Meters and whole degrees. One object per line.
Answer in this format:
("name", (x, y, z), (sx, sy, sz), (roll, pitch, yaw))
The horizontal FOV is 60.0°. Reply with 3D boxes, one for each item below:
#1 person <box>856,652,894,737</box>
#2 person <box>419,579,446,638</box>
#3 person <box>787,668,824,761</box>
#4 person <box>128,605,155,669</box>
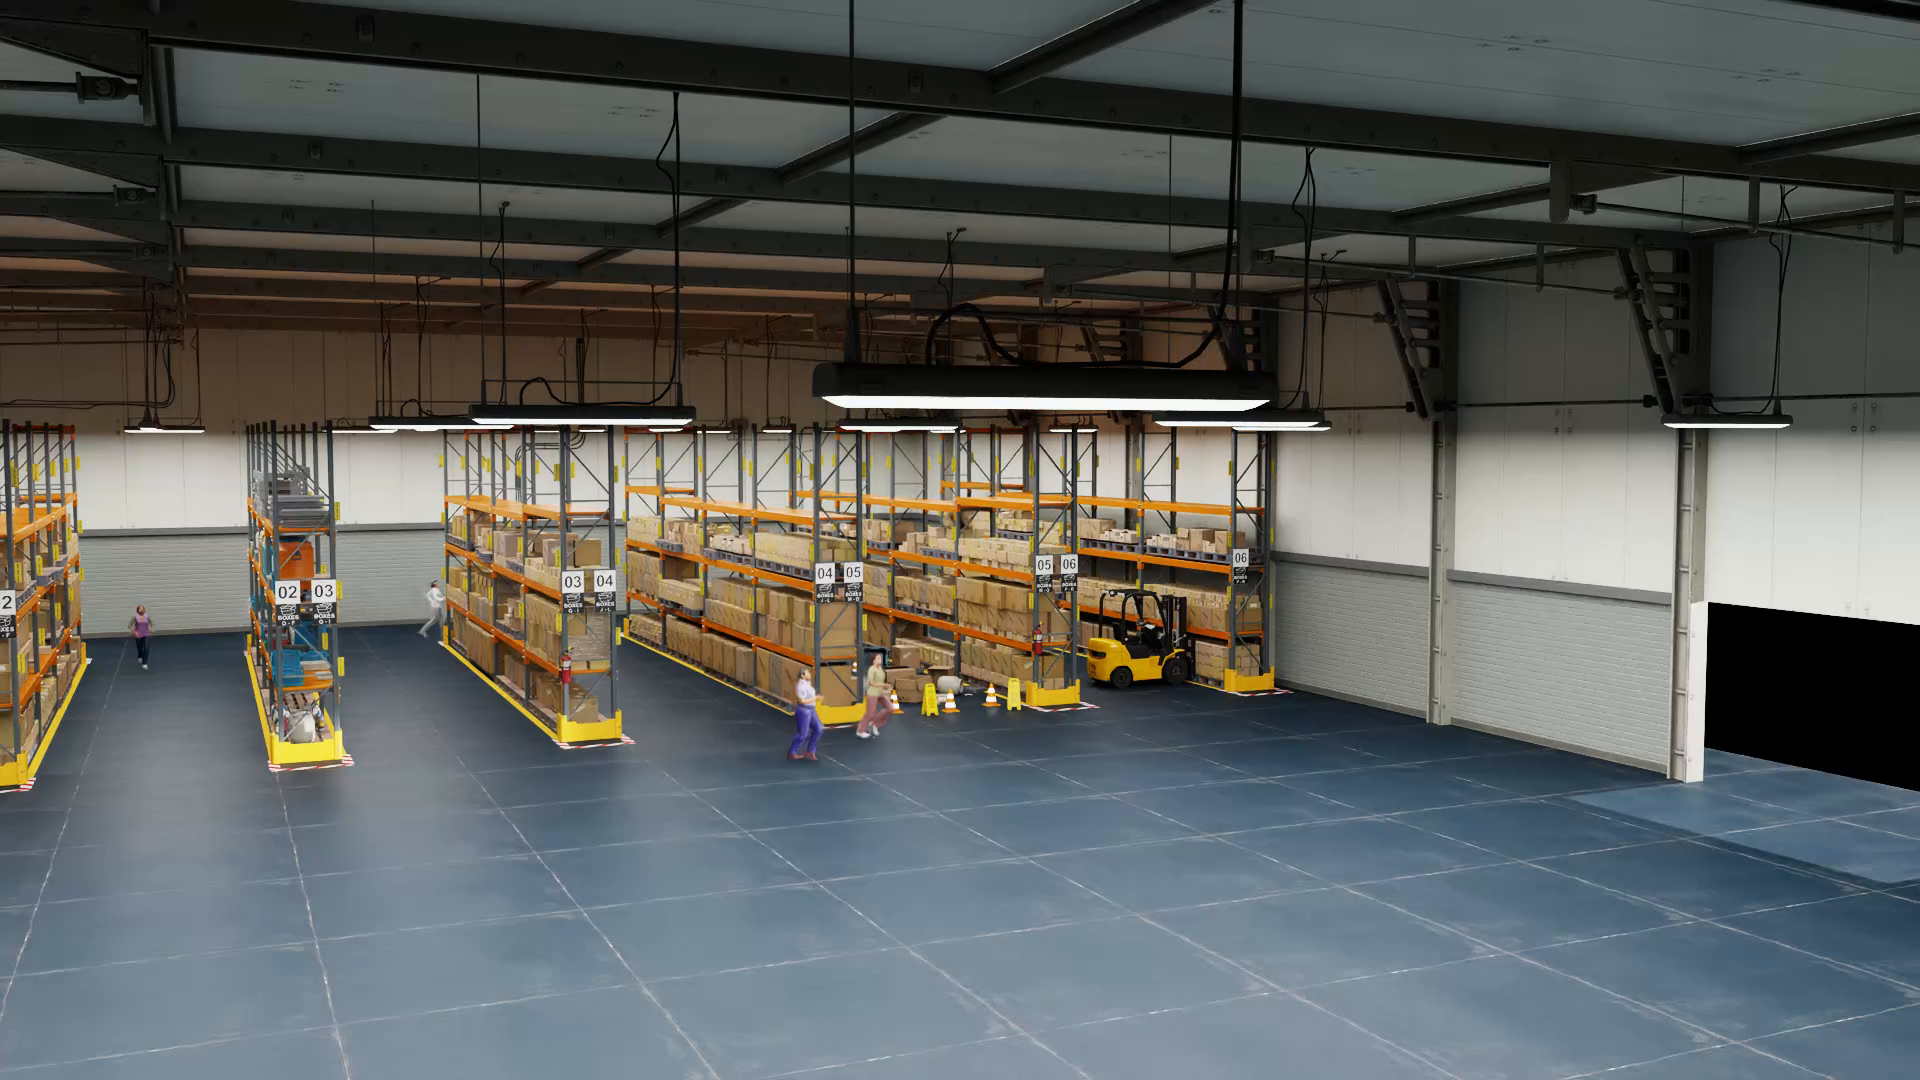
("person", (-1.589, 2.925, 31.458), (0.769, 1.620, 0.595), (2, 4, 28))
("person", (-14.754, 1.929, 46.809), (0.924, 1.696, 0.604), (-1, 4, -17))
("person", (-2.702, 3.091, 29.234), (0.680, 1.683, 0.582), (1, 4, 10))
("person", (-20.198, 2.393, 41.059), (0.589, 1.586, 0.592), (-3, 5, -40))
